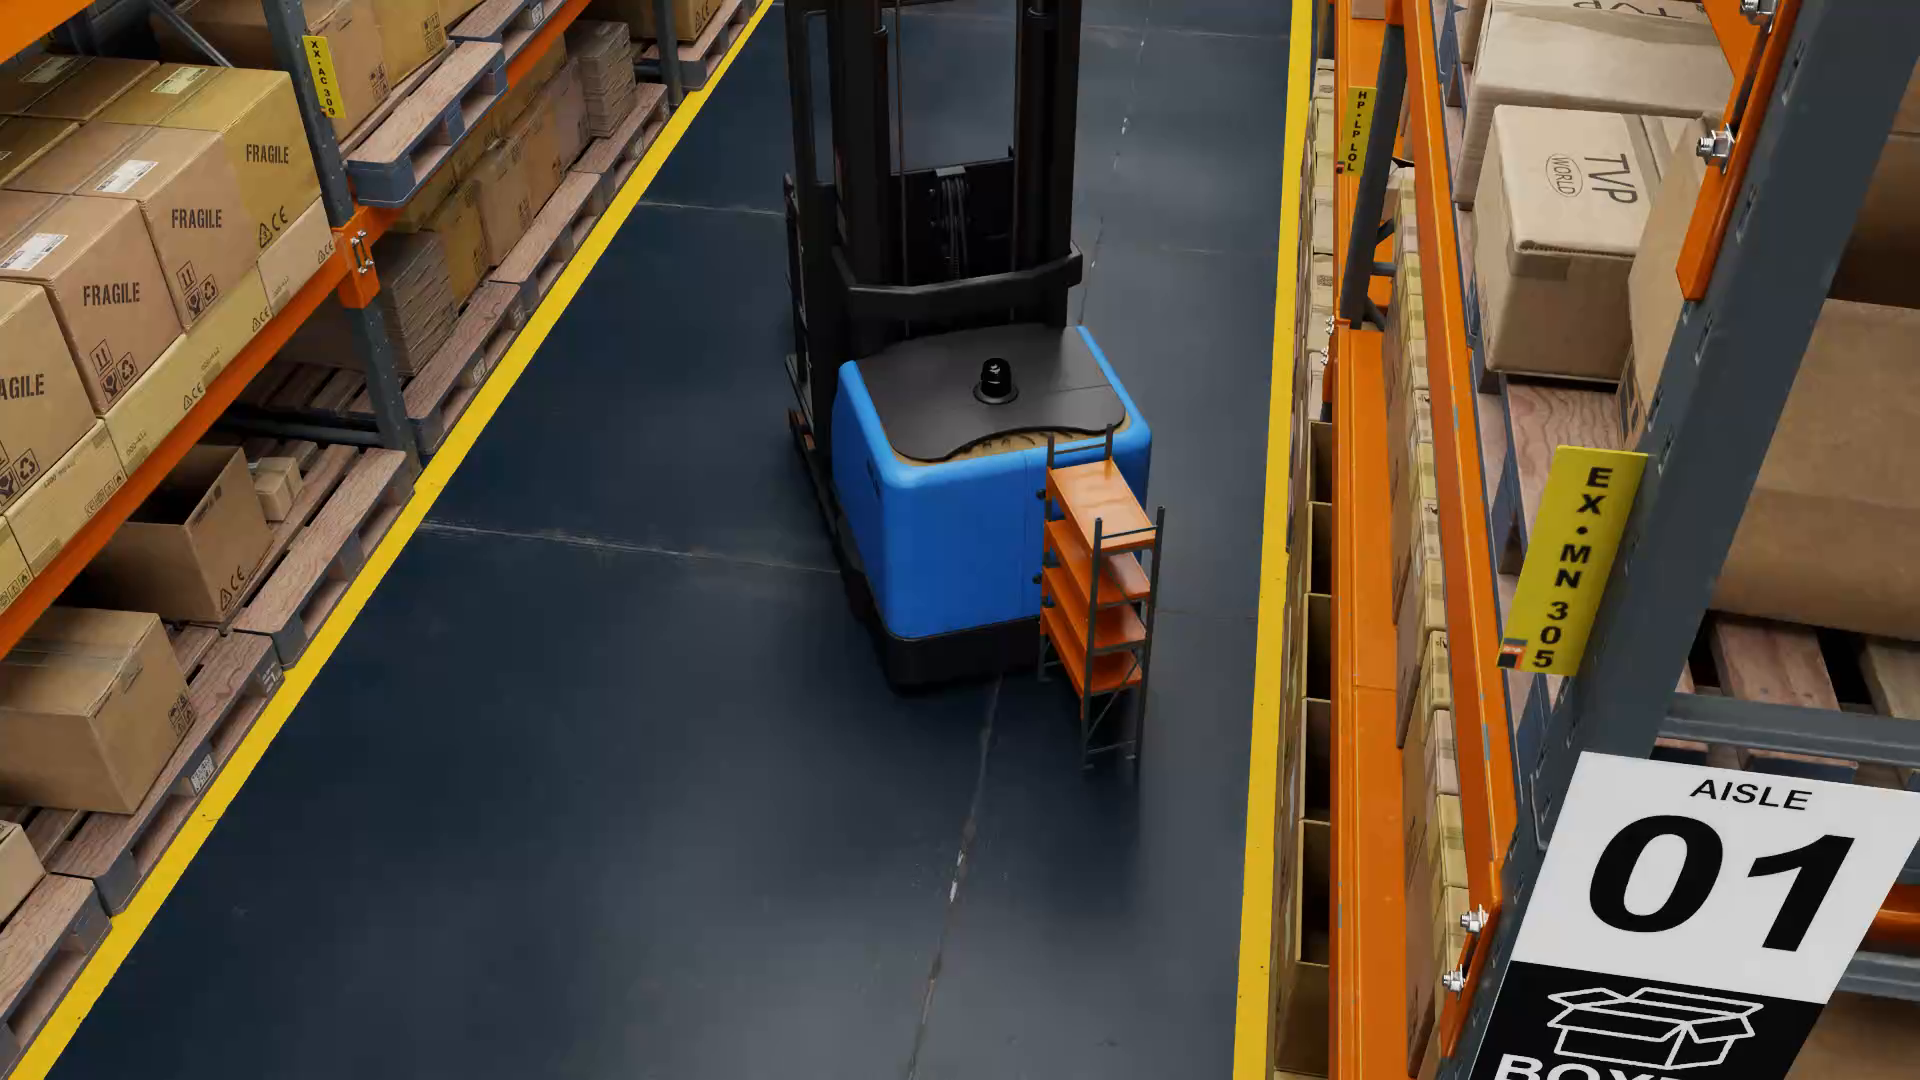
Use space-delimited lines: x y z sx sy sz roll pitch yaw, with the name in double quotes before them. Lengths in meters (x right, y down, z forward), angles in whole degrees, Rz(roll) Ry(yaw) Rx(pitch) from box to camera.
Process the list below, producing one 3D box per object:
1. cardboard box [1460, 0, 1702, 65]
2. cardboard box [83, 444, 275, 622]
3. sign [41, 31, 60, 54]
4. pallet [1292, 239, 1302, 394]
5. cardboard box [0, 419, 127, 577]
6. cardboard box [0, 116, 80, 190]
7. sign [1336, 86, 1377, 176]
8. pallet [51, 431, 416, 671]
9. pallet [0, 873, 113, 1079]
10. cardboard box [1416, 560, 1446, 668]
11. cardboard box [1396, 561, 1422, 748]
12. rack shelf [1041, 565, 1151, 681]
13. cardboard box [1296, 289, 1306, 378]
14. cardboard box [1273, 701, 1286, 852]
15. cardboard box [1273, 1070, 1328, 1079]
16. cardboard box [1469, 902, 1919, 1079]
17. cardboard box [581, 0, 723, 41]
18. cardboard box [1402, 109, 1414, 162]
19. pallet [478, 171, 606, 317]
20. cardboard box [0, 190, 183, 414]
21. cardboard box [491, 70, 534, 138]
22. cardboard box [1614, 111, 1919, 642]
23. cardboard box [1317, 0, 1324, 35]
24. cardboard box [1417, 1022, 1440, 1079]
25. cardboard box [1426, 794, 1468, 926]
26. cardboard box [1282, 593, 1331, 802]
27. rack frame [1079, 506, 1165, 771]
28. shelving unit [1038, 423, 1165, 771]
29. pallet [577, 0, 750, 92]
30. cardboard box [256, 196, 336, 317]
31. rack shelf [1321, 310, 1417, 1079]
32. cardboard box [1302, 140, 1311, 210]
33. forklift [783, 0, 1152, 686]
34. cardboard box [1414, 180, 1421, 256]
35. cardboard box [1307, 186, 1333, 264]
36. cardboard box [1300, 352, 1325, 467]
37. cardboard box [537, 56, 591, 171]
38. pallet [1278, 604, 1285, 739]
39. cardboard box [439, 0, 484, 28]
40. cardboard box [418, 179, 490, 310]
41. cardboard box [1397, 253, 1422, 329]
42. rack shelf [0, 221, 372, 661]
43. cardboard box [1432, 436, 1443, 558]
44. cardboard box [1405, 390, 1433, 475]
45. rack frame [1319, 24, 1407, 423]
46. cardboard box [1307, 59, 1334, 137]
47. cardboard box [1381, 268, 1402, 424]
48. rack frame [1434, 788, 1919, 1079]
"cardboard box" 1.502 -1.336 3.638 0.797 0.503 0.637 11 41 13
"cardboard box" -3.108 -0.039 6.559 0.500 0.500 0.500 4 40 4
"sign" -3.516 -1.994 6.398 0.100 0.325 0.005 6 40 8
"pallet" 2.209 -1.104 8.420 1.003 0.211 1.213 6 40 8
"cardboard box" -3.004 -0.163 5.195 0.500 0.250 0.500 7 40 8
"cardboard box" -3.349 -1.131 5.778 0.500 0.500 0.500 6 40 7
"sign" 1.375 -1.414 5.760 0.100 0.325 0.005 6 40 8
"pallet" -3.050 0.012 7.070 1.003 0.211 1.213 6 40 8
"pallet" -3.472 1.543 5.218 1.003 0.211 1.213 6 40 8
"cardboard box" 1.320 0.204 4.062 0.380 0.149 0.250 7 40 9
"cardboard box" 1.578 0.264 4.498 0.700 0.500 0.500 8 40 9
"rack shelf" 0.493 0.276 6.080 0.258 0.148 0.480 -11 41 -12
"cardboard box" 1.875 -0.977 7.906 0.500 0.250 0.500 7 40 9
"cardboard box" 1.349 0.837 5.711 0.500 0.250 0.500 6 40 8
"cardboard box" 1.096 1.779 4.572 0.500 0.250 0.500 6 40 8
"cardboard box" 1.322 0.703 2.950 0.700 0.500 0.500 7 40 8
"cardboard box" -2.020 -3.779 10.824 0.750 0.750 0.750 6 40 7
"cardboard box" 2.151 -1.794 6.987 0.500 0.500 0.500 9 40 11
"pallet" -2.626 -1.670 9.105 1.003 0.211 1.213 6 40 8
"cardboard box" -2.924 -0.768 5.338 0.500 0.500 0.500 5 40 6
"cardboard box" -2.594 -2.362 8.781 0.500 0.250 0.500 6 40 7
"cardboard box" 1.323 -0.206 2.271 0.797 0.503 0.637 9 40 11
"cardboard box" 2.624 -3.599 10.865 0.500 0.500 0.500 5 40 6
"cardboard box" 1.313 1.236 3.323 0.700 0.500 0.500 6 40 8
"cardboard box" 1.186 0.692 3.472 0.380 0.149 0.250 6 40 7
"cardboard box" 1.350 0.548 5.472 0.500 0.500 0.500 6 40 8
"rack frame" 0.561 0.374 5.856 0.240 1.200 0.015 -11 41 -12
"shelving unit" 0.493 0.224 6.037 0.258 1.200 0.503 -11 41 -12
"pallet" -2.065 -3.410 11.209 1.003 0.211 1.213 6 40 8
"cardboard box" -2.752 -1.108 6.338 0.500 0.250 0.500 6 40 8
"rack shelf" 1.565 0.588 4.749 1.077 0.370 4.000 6 40 8
"cardboard box" 2.138 -1.945 9.077 0.500 0.250 0.500 5 40 6
"forklift" -0.168 -1.511 6.778 1.130 2.935 3.031 -10 41 -12
"cardboard box" 1.841 -1.204 5.255 0.700 0.500 0.500 7 40 8
"cardboard box" 1.962 -1.504 8.103 0.500 0.311 0.500 6 40 7
"cardboard box" 1.699 -0.549 6.948 0.500 0.311 0.500 6 40 8
"cardboard box" -2.553 -2.437 9.460 0.700 0.500 0.500 6 40 8
"pallet" 1.732 0.625 6.329 1.003 0.211 1.213 6 40 8
"cardboard box" -2.660 -2.779 7.833 0.700 0.500 0.500 12 41 14
"cardboard box" -2.817 -1.488 8.312 0.700 0.500 0.500 6 40 7
"cardboard box" 1.588 -0.766 5.235 0.380 0.149 0.250 5 40 7
"rack shelf" -3.314 0.044 5.407 1.077 0.370 4.000 6 40 8
"cardboard box" 1.580 -0.259 4.113 0.700 0.500 0.500 6 40 8
"cardboard box" 1.455 -0.277 4.643 0.380 0.149 0.250 5 40 6
"rack frame" 1.911 -0.944 6.038 1.000 3.000 0.127 6 40 8
"cardboard box" 2.224 -2.477 9.280 0.500 0.311 0.500 8 40 9
"cardboard box" 1.841 -0.704 5.669 0.700 0.500 0.500 5 40 7
"rack frame" 1.219 1.566 3.002 1.000 3.000 0.127 6 40 8
